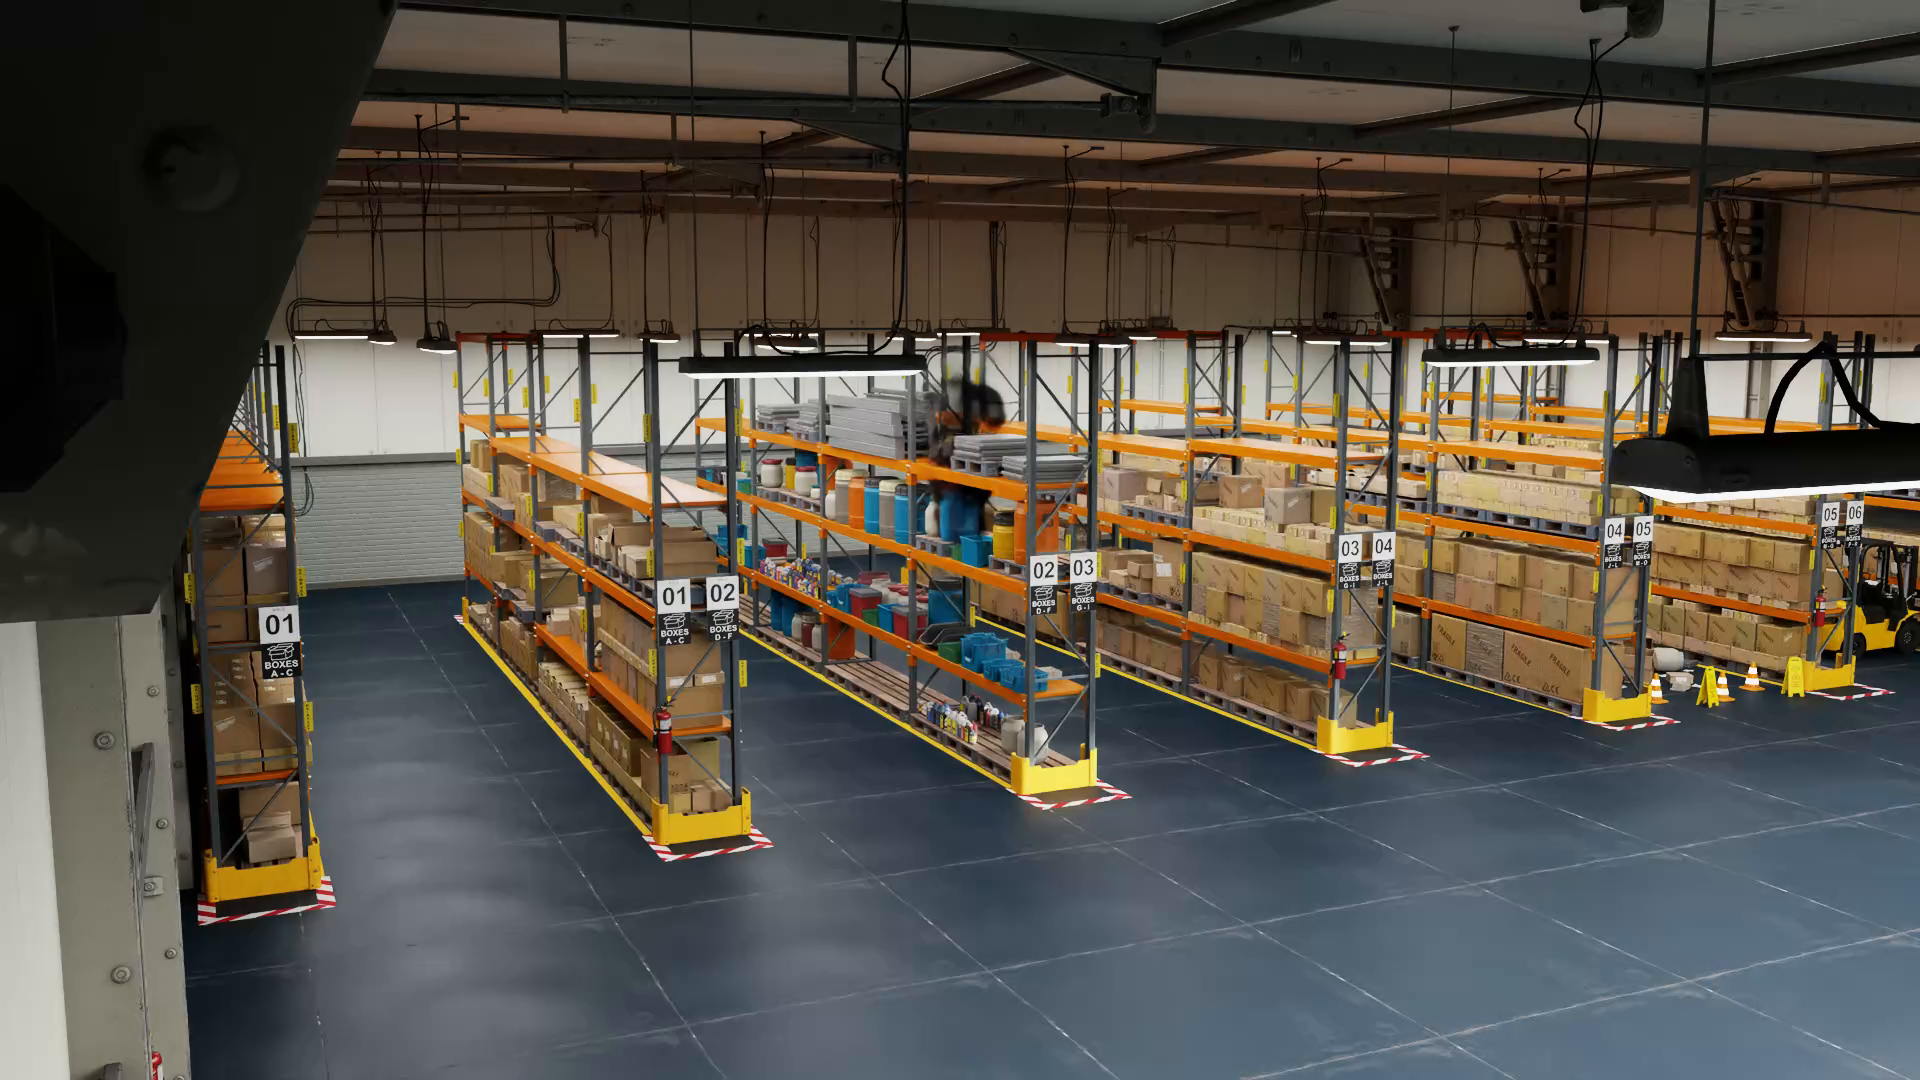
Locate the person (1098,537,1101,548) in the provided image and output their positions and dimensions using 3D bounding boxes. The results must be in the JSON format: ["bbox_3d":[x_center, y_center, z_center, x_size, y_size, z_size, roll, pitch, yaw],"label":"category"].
[{"bbox_3d":[2.873,0.752,35.338,0.621,1.692,0.836,-5,9,-33],"label":"person"}]
